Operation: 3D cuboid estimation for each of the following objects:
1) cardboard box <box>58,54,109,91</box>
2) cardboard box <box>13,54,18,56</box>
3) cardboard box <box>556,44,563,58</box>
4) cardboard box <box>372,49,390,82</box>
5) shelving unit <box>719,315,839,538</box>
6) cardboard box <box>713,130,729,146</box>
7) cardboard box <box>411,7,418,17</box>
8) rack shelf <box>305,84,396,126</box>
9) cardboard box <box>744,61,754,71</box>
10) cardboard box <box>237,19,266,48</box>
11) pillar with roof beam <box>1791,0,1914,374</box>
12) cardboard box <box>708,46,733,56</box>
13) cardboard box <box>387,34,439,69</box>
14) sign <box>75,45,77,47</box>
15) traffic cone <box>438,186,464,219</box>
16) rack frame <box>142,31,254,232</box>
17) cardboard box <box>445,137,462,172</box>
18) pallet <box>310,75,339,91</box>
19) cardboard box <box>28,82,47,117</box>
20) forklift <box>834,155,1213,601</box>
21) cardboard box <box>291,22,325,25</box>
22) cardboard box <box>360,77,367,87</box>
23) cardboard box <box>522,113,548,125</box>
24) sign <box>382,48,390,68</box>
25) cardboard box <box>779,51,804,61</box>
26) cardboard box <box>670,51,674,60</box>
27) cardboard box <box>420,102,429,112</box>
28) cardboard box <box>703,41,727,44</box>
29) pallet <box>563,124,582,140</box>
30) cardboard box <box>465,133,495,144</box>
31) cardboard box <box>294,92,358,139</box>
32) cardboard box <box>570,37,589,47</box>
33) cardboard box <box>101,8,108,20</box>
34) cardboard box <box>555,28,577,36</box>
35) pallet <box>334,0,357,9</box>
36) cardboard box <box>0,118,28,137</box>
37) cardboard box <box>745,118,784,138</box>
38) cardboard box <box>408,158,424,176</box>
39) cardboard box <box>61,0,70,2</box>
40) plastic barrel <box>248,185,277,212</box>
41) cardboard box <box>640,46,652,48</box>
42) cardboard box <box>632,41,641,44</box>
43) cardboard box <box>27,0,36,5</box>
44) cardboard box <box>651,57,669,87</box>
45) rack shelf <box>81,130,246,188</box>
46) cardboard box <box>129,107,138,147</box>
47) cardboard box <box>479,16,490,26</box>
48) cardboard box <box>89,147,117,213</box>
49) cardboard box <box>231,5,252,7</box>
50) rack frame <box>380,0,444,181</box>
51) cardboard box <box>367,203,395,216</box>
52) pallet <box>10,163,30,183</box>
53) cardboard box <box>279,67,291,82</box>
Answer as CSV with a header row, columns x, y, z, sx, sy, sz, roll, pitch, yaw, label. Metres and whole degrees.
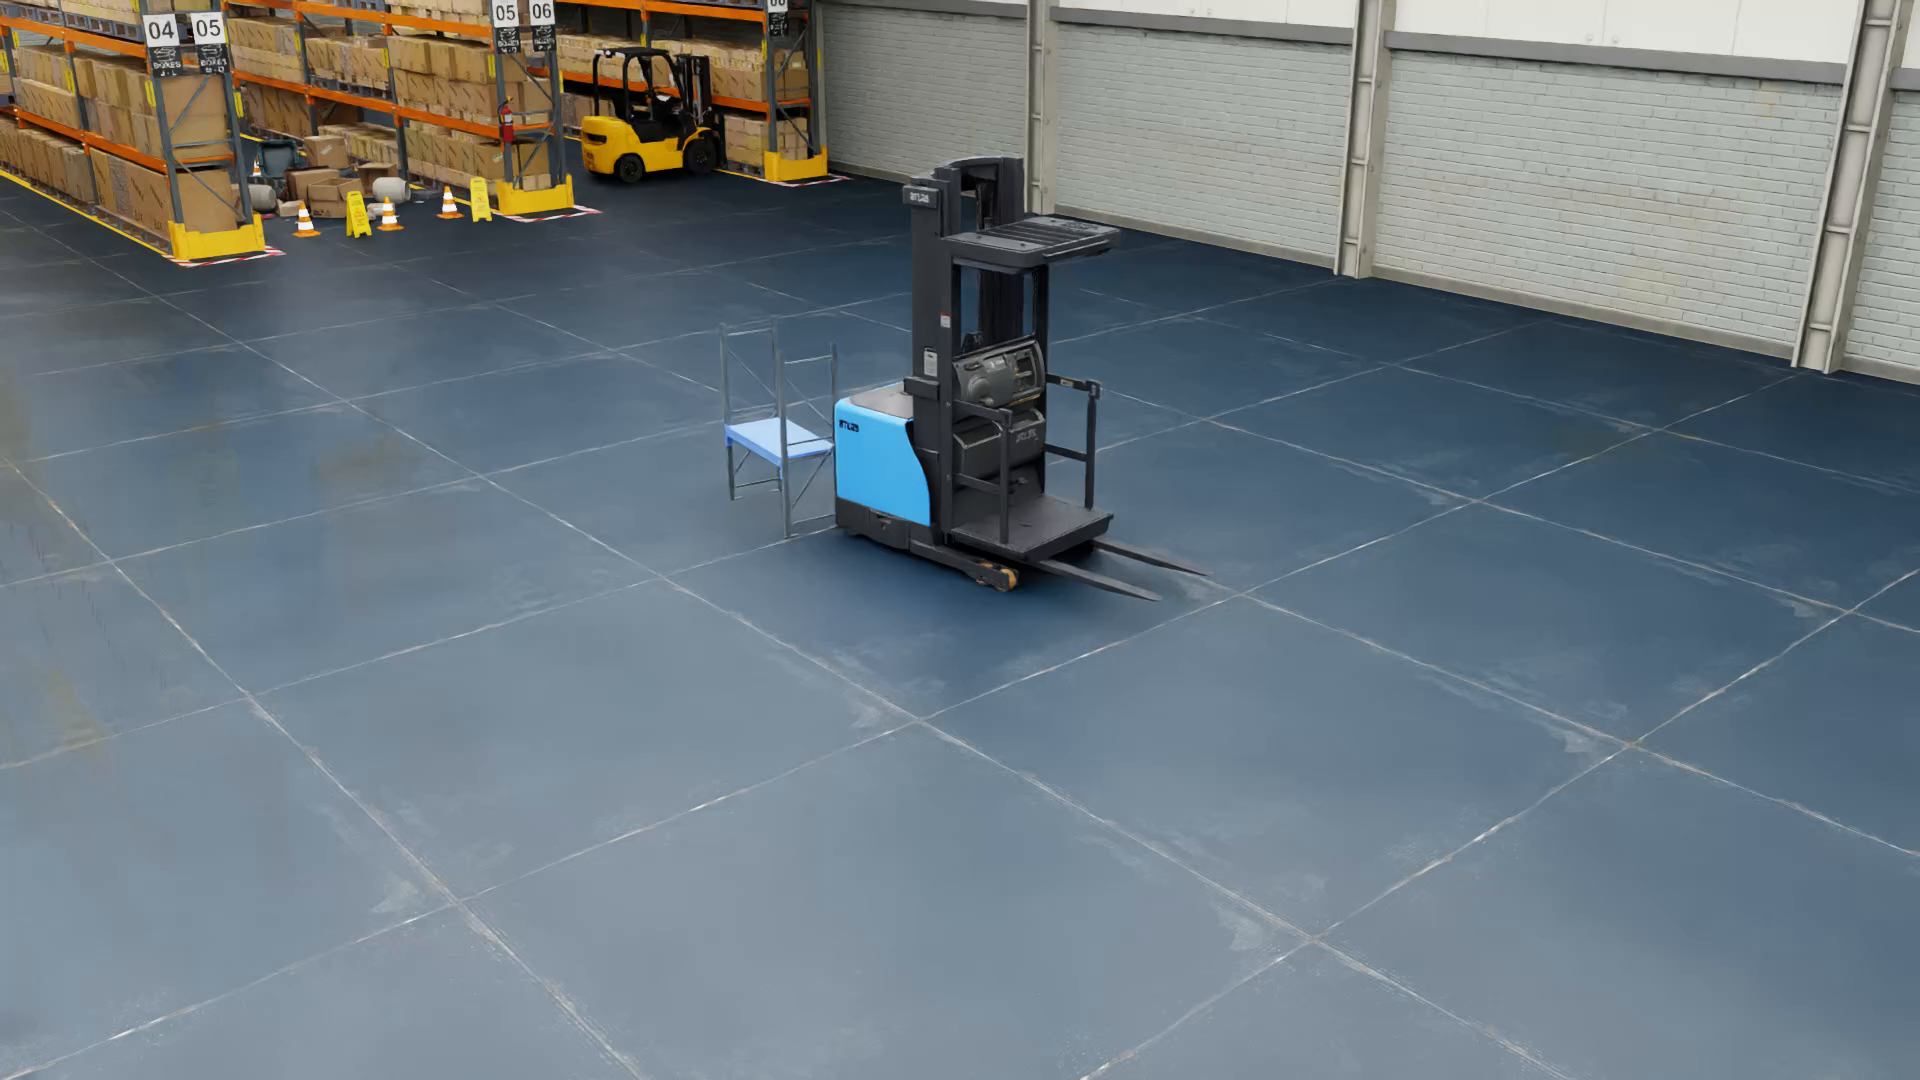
x,y,z,sx,sy,sz,roll,pitch,yaw,label
-13.611,-7.299,25.998,0.700,0.500,0.500,-18,28,-38,cardboard box
-16.907,-8.651,29.910,0.380,0.149,0.250,-19,28,-40,cardboard box
-8.028,-9.980,33.871,0.500,0.250,0.500,-17,27,-37,cardboard box
-9.736,-8.169,28.608,0.500,0.500,0.500,-18,28,-38,cardboard box
-1.433,-0.923,13.284,0.538,1.500,1.048,-13,25,-30,shelving unit
-4.119,-7.280,29.967,0.500,0.250,0.500,-18,28,-39,cardboard box
-8.736,-8.645,27.173,0.380,0.149,0.250,-16,27,-36,cardboard box
-10.566,-7.933,30.113,1.077,0.370,4.000,-17,27,-37,rack shelf
-3.520,-8.234,28.868,0.380,0.149,0.250,-17,27,-37,cardboard box
-14.060,-10.114,33.186,0.500,0.500,0.500,-18,27,-38,cardboard box
5.824,-4.996,13.400,9.100,9.000,0.400,-17,27,-37,pillar with roof beam
-4.291,-8.752,29.781,0.380,0.149,0.250,-17,27,-37,cardboard box
-9.138,-8.193,27.874,0.700,0.500,0.500,-18,28,-38,cardboard box
-15.138,-8.287,28.441,0.100,0.325,0.005,-17,27,-37,sign
-7.908,-5.241,25.731,0.336,0.463,0.334,-17,27,-37,traffic cone
-10.334,-5.404,22.669,1.000,3.000,0.127,-17,27,-37,rack frame
-8.038,-6.319,27.170,0.500,0.500,0.500,-18,28,-39,cardboard box
-11.326,-8.560,30.989,1.213,0.211,1.003,-17,27,-37,pallet
-14.805,-7.194,27.100,0.500,0.500,0.500,-17,27,-37,cardboard box
0.450,-1.204,12.038,3.031,2.935,1.130,18,28,39,forklift
-12.666,-9.809,32.406,0.500,0.500,0.500,-17,27,-36,cardboard box
-10.329,-8.080,29.269,0.380,0.149,0.250,-17,27,-37,cardboard box
-6.715,-6.637,26.160,0.380,0.149,0.250,-17,27,-37,cardboard box
-9.679,-8.122,28.020,0.100,0.325,0.005,-17,27,-37,sign
-2.949,-8.424,28.944,0.380,0.149,0.250,-18,28,-38,cardboard box
-5.133,-8.960,30.720,0.380,0.149,0.250,-18,27,-38,cardboard box
-8.763,-7.235,27.688,0.380,0.149,0.250,-16,27,-36,cardboard box
-4.540,-9.166,30.838,0.380,0.149,0.250,-18,28,-38,cardboard box
-7.606,-8.468,34.316,1.003,0.211,1.213,-17,27,-37,pallet
-7.661,-6.422,26.543,0.380,0.149,0.250,-16,27,-36,cardboard box
-12.260,-8.238,32.241,0.875,0.875,0.875,-18,28,-38,cardboard box
-7.586,-9.986,33.341,0.380,0.149,0.250,-17,27,-37,cardboard box
-11.637,-7.288,22.998,0.380,0.149,0.250,-17,27,-37,cardboard box
-8.332,-10.425,34.775,0.500,0.500,0.500,-16,26,-35,cardboard box
-10.262,-9.507,29.288,1.213,0.211,1.003,-17,27,-37,pallet
-16.539,-7.259,29.227,0.500,0.250,0.500,-17,27,-37,cardboard box
-3.429,-7.227,29.146,0.500,0.250,0.500,-16,27,-36,cardboard box
-9.080,-6.404,28.415,0.500,0.250,0.500,-19,28,-40,cardboard box
-12.838,-8.015,24.307,0.500,0.250,0.500,-17,27,-37,cardboard box
-11.042,-5.362,26.093,0.512,0.421,0.421,0,21,-1,plastic barrel
-5.894,-9.289,31.560,0.380,0.149,0.250,-16,27,-36,cardboard box
-6.193,-9.691,32.588,0.380,0.149,0.250,-17,27,-37,cardboard box
-14.256,-8.539,25.968,0.500,0.311,0.500,-19,28,-39,cardboard box
-5.411,-8.760,31.100,0.500,0.500,0.500,-18,28,-39,cardboard box
-11.639,-5.622,24.211,1.077,0.370,4.000,-17,27,-37,rack shelf
-11.256,-5.897,23.722,0.875,0.550,0.550,-17,27,-37,cardboard box
-7.095,-7.922,25.329,0.380,0.149,0.250,-17,27,-37,cardboard box
-12.587,-5.525,25.315,0.875,0.875,0.875,-17,27,-37,cardboard box
-15.138,-11.180,35.019,0.380,0.149,0.250,-18,28,-39,cardboard box
-9.261,-7.716,28.571,1.000,3.000,0.127,-17,27,-37,rack frame
-9.035,-5.164,25.965,0.380,0.149,0.250,-4,22,-10,cardboard box
-16.065,-6.532,29.373,1.003,0.211,1.213,-17,27,-37,pallet
-12.744,-8.966,31.969,0.500,0.250,0.500,-17,27,-37,cardboard box
